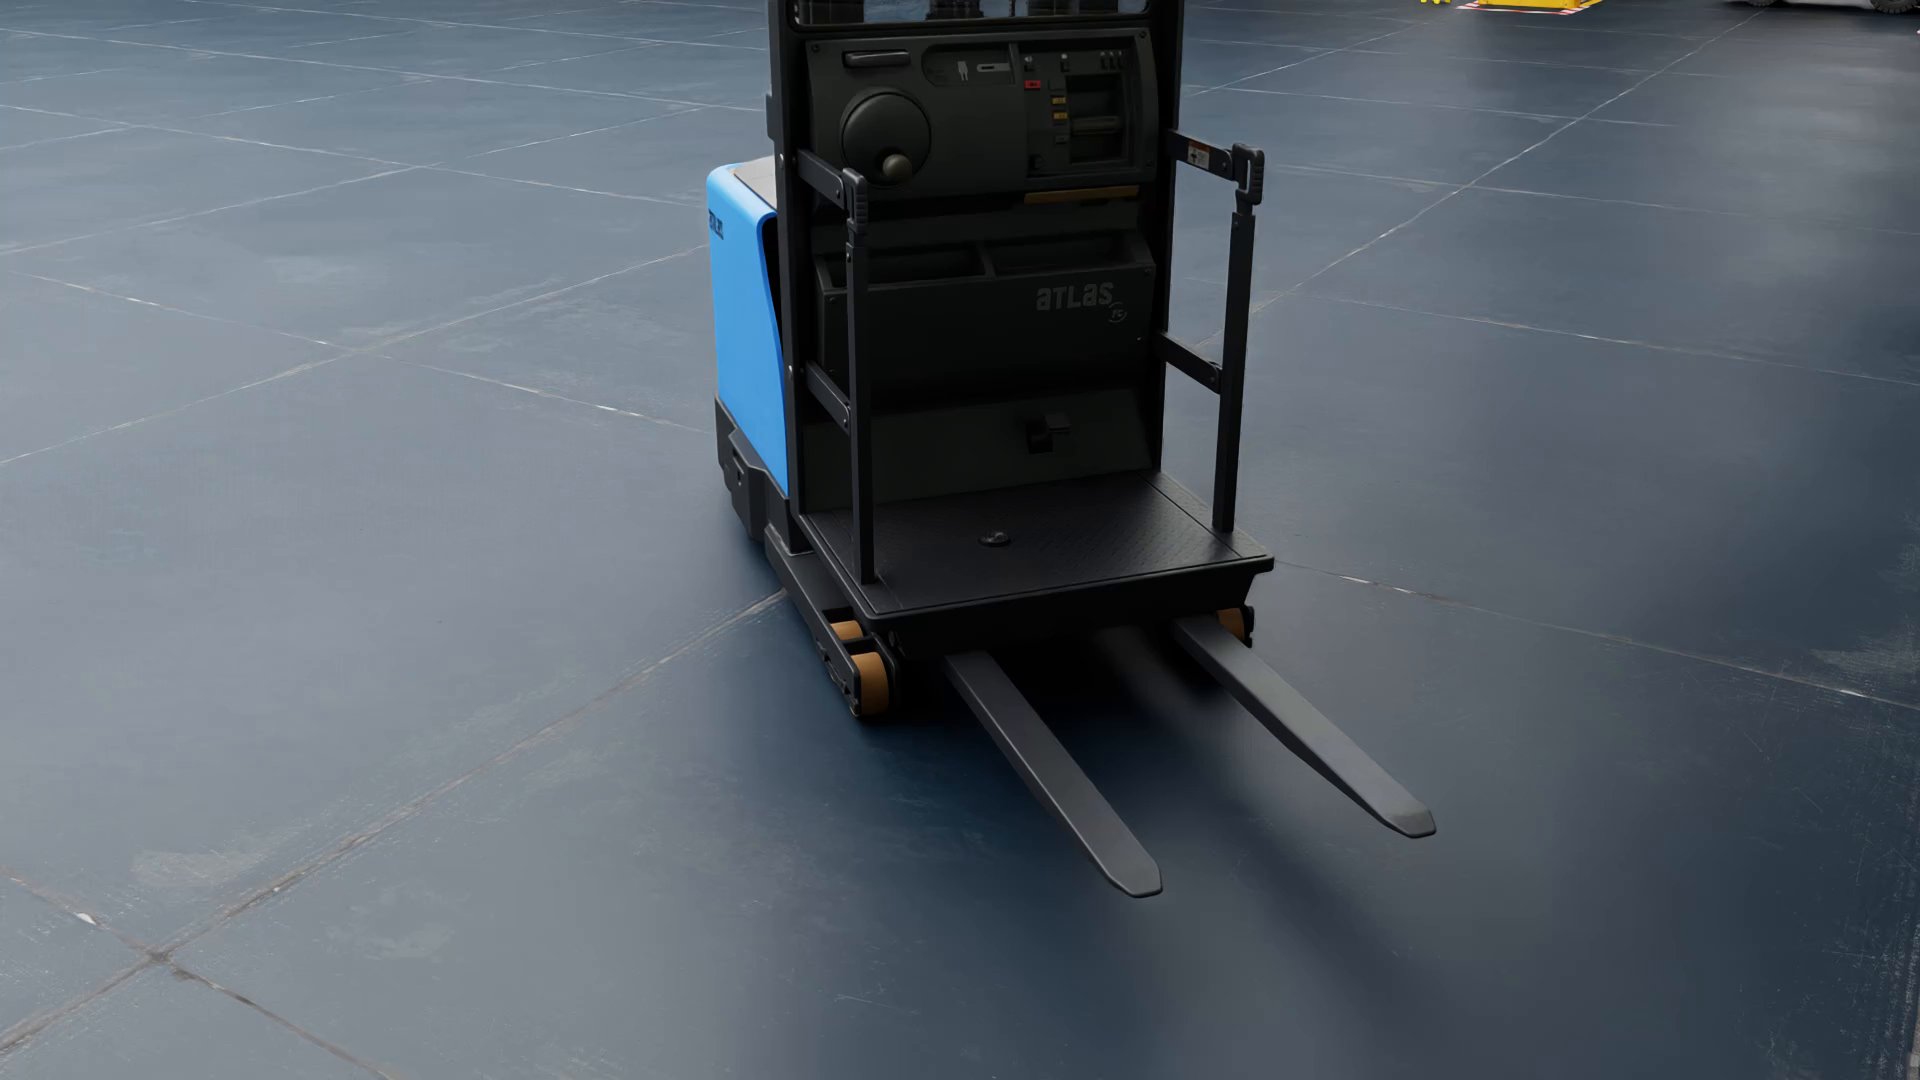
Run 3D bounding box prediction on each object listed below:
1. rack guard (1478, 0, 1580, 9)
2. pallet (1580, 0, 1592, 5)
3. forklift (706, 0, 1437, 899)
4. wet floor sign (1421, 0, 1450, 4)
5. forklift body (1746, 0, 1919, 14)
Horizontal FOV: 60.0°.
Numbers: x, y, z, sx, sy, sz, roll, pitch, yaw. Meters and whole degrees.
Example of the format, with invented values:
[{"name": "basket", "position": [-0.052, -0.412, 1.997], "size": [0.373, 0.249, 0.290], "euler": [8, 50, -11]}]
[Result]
[{"name": "rack guard", "position": [6.985, -6.806, 20.343], "size": [1.175, 0.500, 0.348], "euler": [14, 27, 29]}, {"name": "pallet", "position": [7.444, -6.940, 21.017], "size": [1.003, 0.211, 1.213], "euler": [14, 27, 29]}, {"name": "forklift", "position": [0.142, -1.079, 4.053], "size": [1.130, 2.935, 3.031], "euler": [-8, 25, -18]}, {"name": "wet floor sign", "position": [5.936, -7.007, 20.625], "size": [0.232, 0.644, 0.267], "euler": [-17, 29, -35]}, {"name": "forklift body", "position": [10.615, -7.522, 19.917], "size": [2.313, 2.155, 1.214], "euler": [14, 27, 29]}]
